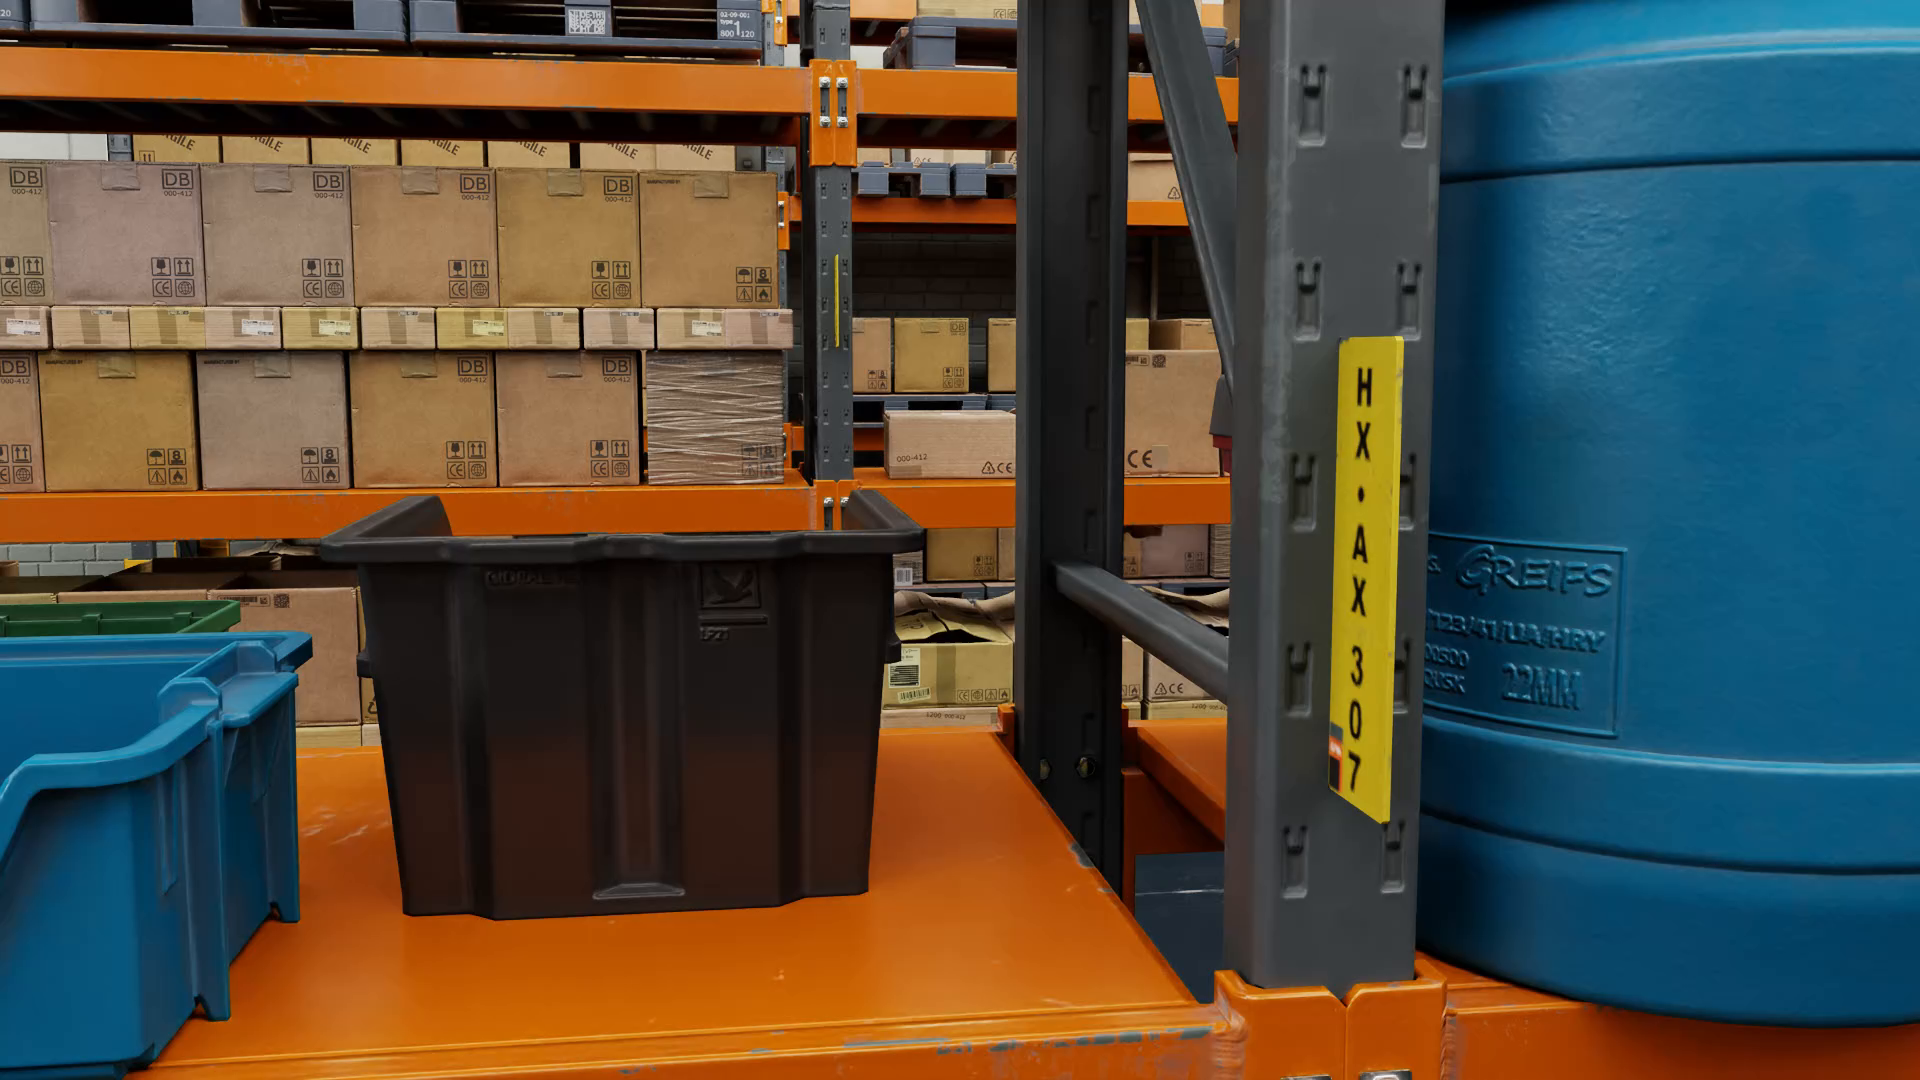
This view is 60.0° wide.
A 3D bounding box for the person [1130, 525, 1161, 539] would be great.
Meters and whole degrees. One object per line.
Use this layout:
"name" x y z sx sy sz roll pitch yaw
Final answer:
"person" 0.700 -0.028 8.368 0.559 1.762 0.505 -1 7 -9
